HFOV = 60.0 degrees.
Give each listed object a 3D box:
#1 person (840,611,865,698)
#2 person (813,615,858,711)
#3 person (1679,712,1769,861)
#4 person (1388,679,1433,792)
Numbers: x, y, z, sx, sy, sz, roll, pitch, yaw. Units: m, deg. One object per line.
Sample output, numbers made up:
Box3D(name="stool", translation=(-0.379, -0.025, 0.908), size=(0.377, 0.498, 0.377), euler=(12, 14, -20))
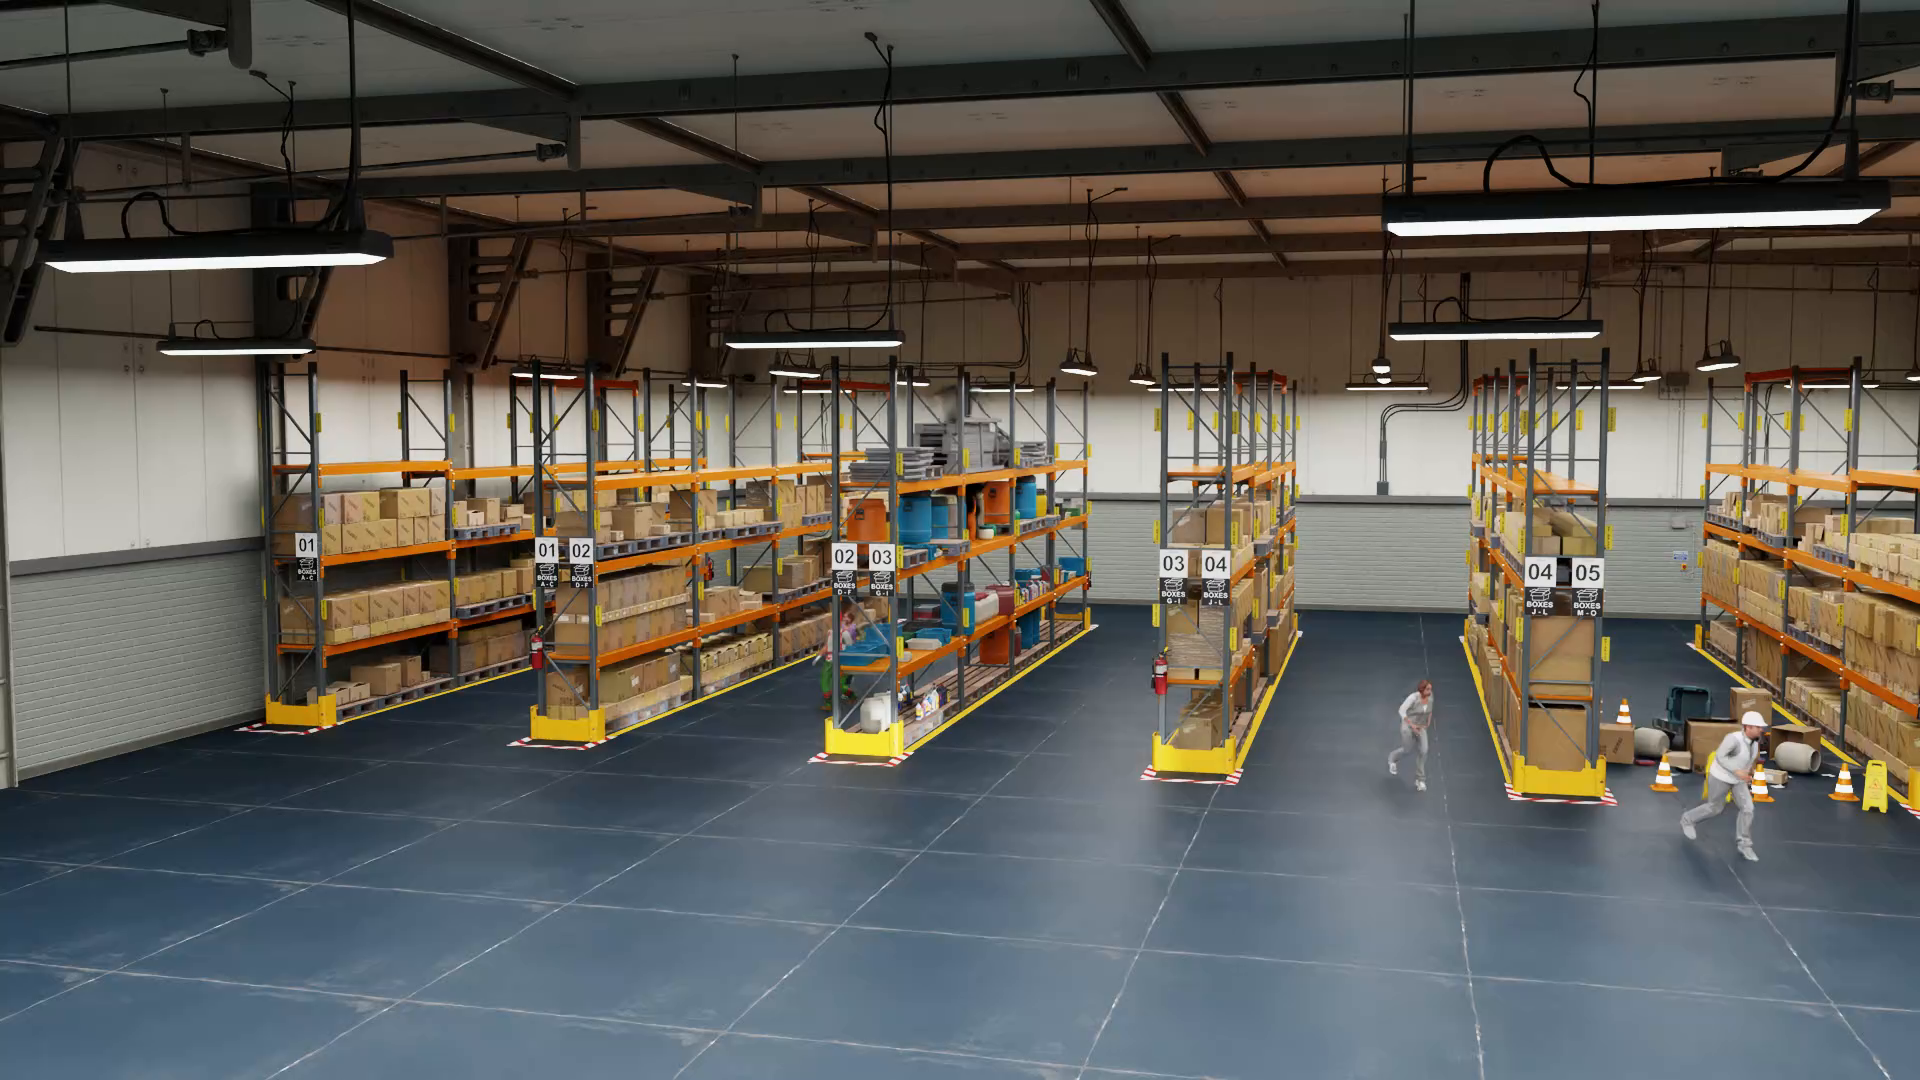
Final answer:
Box3D(name="person", translation=(-2.029, 2.088, 30.534), size=(0.544, 1.574, 0.673), euler=(1, 4, 14))
Box3D(name="person", translation=(-2.147, 2.119, 28.990), size=(0.735, 1.724, 0.765), euler=(3, 5, 37))
Box3D(name="person", translation=(8.918, 2.790, 19.418), size=(0.697, 1.694, 1.045), euler=(-3, 5, -35))
Box3D(name="person", translation=(6.222, 2.644, 22.980), size=(0.568, 1.547, 0.912), euler=(-2, 4, -23))
